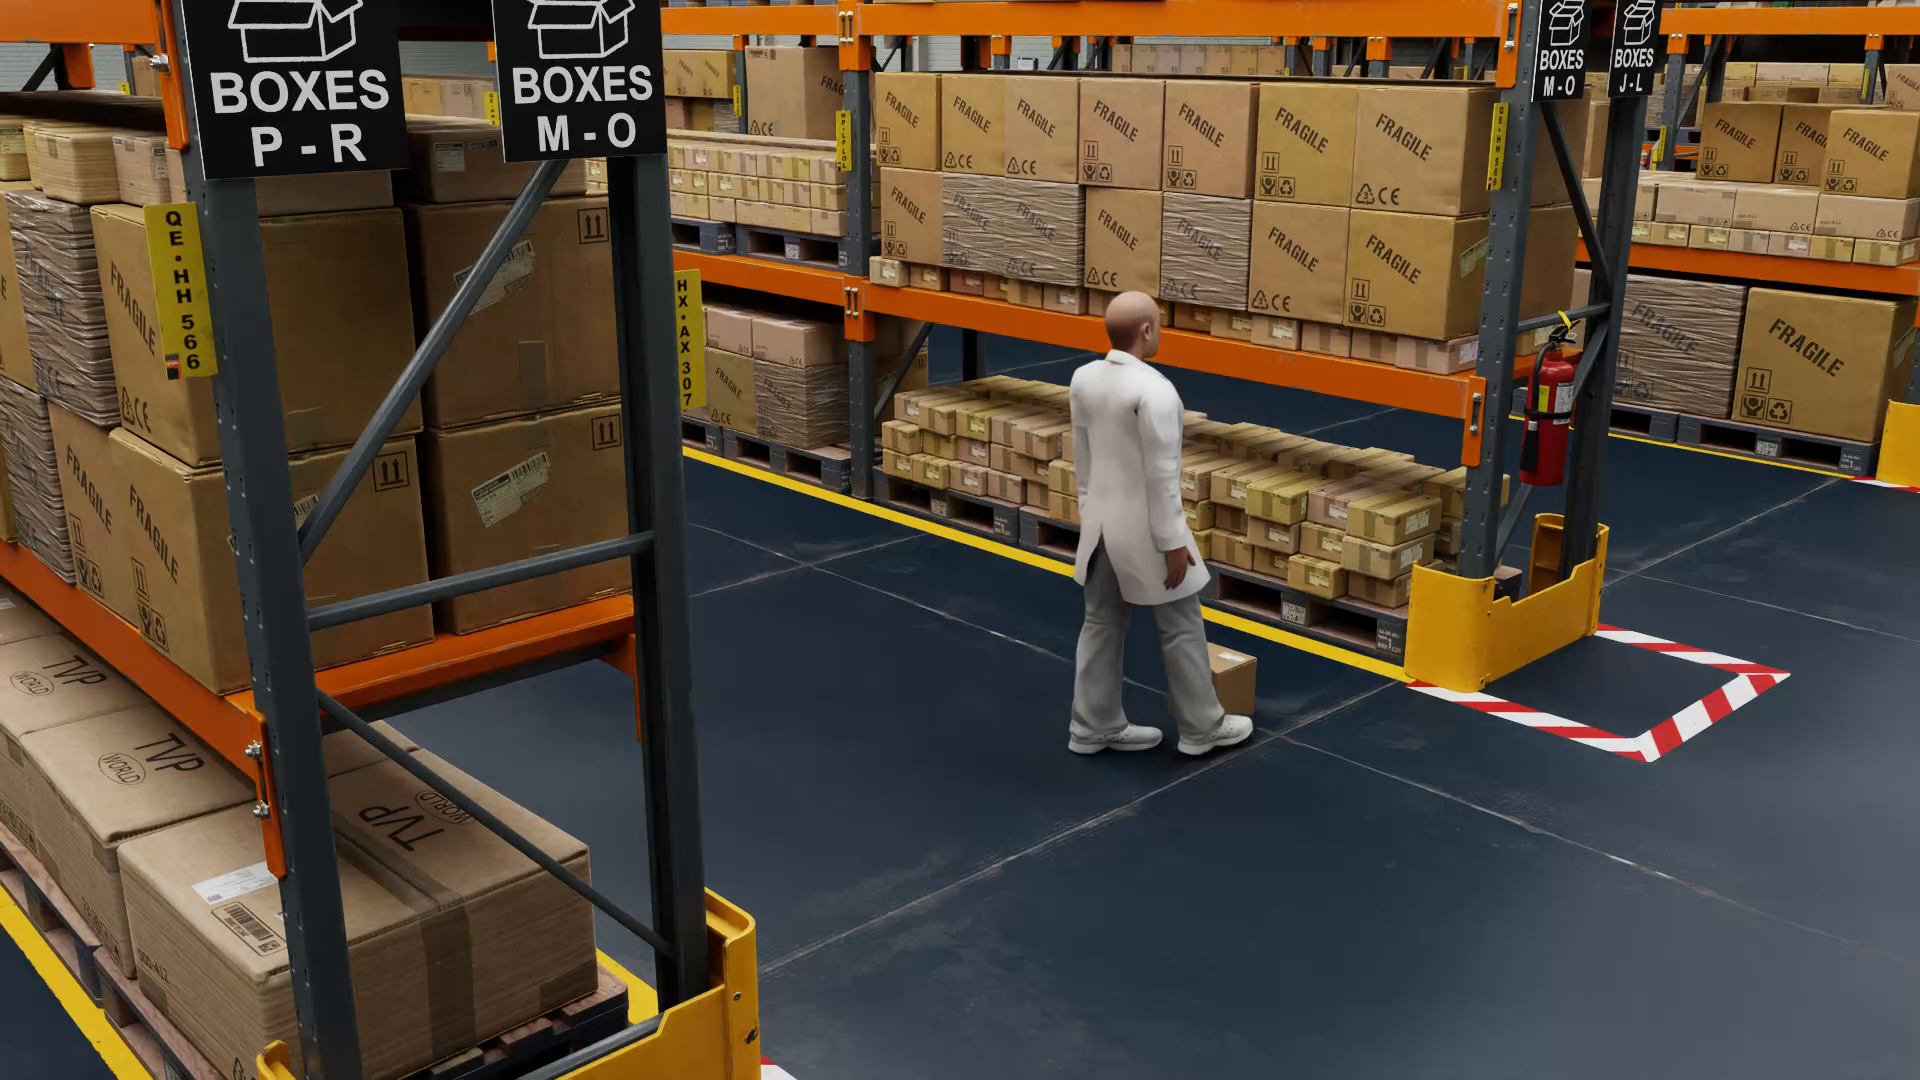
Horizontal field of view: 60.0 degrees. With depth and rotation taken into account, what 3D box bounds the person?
[{"bbox_3d":[0.609,-2.534,14.322,10.118,1.777,14.618,-12,21,-33],"label":"person"}]
